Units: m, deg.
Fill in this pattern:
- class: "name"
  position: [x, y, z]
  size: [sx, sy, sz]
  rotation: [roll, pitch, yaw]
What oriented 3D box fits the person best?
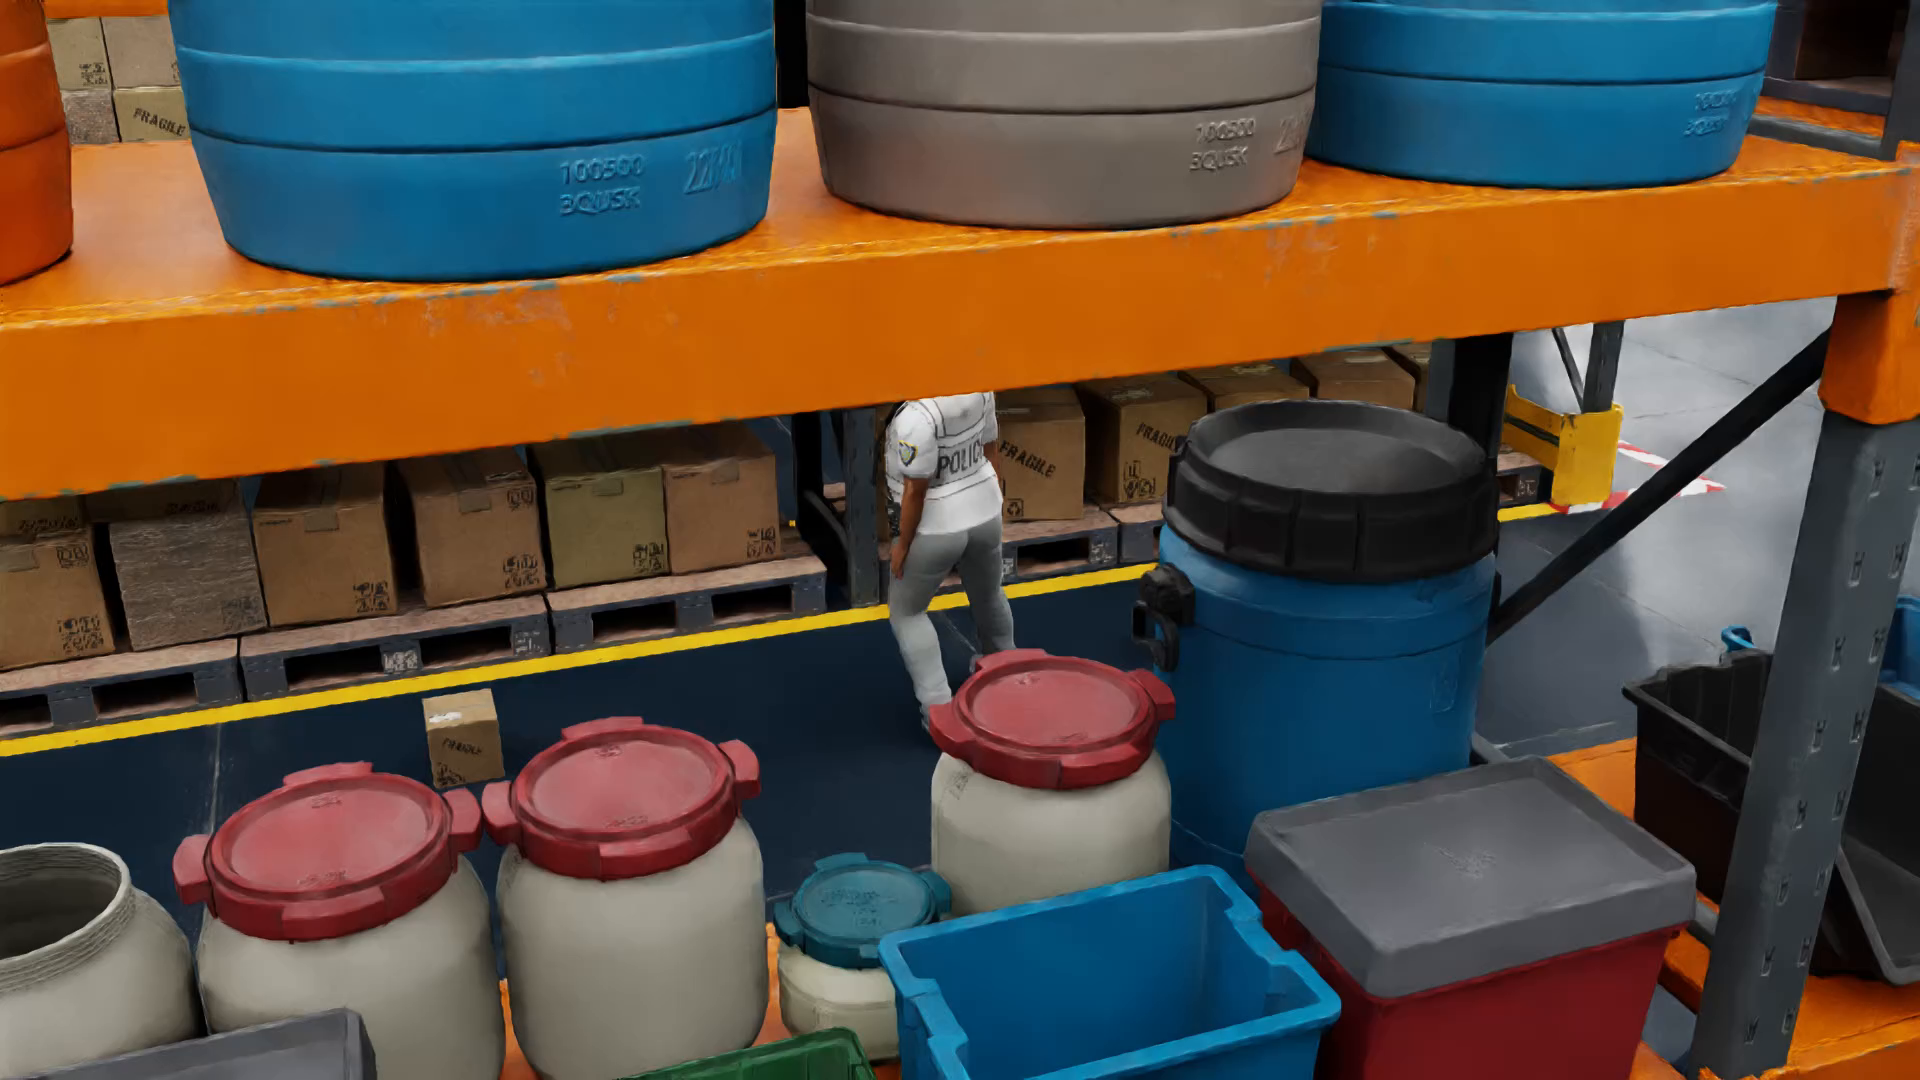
- class: "person"
  position: [-0.015, -0.082, 6.323]
  size: [0.695, 1.639, 0.431]
  rotation: [-20, 30, -39]
